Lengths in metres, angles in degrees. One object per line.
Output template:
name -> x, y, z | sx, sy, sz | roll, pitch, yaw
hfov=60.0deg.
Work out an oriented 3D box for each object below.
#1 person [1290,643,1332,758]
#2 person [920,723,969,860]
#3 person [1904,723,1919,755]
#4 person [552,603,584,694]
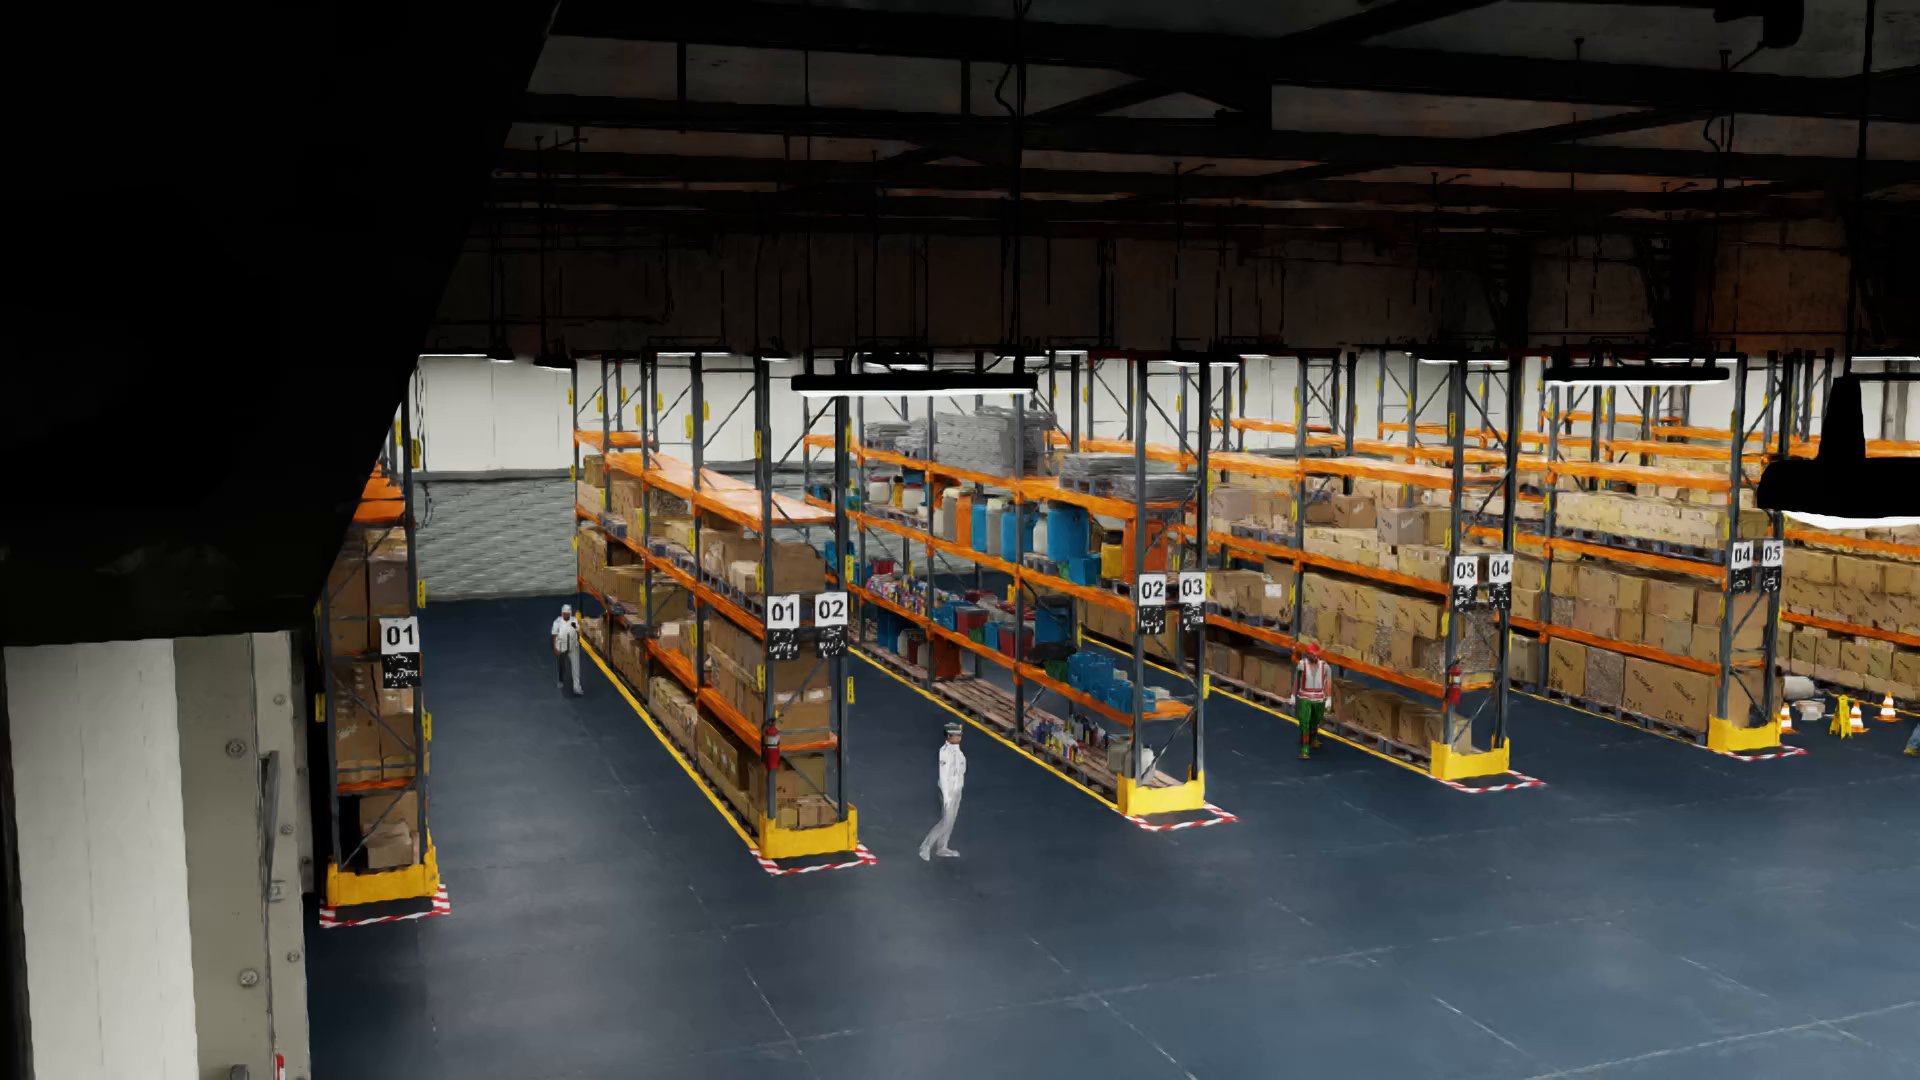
person -> 5.286, 2.377, 25.012 | 0.598, 1.735, 0.982 | 0, 7, 0
person -> -0.205, 3.027, 20.001 | 0.496, 1.660, 0.639 | 2, 8, 19
person -> 14.653, 2.407, 24.801 | 0.708, 1.703, 0.842 | -5, 9, -37
person -> -6.940, 1.890, 29.351 | 0.497, 1.583, 1.090 | -2, 7, -18
